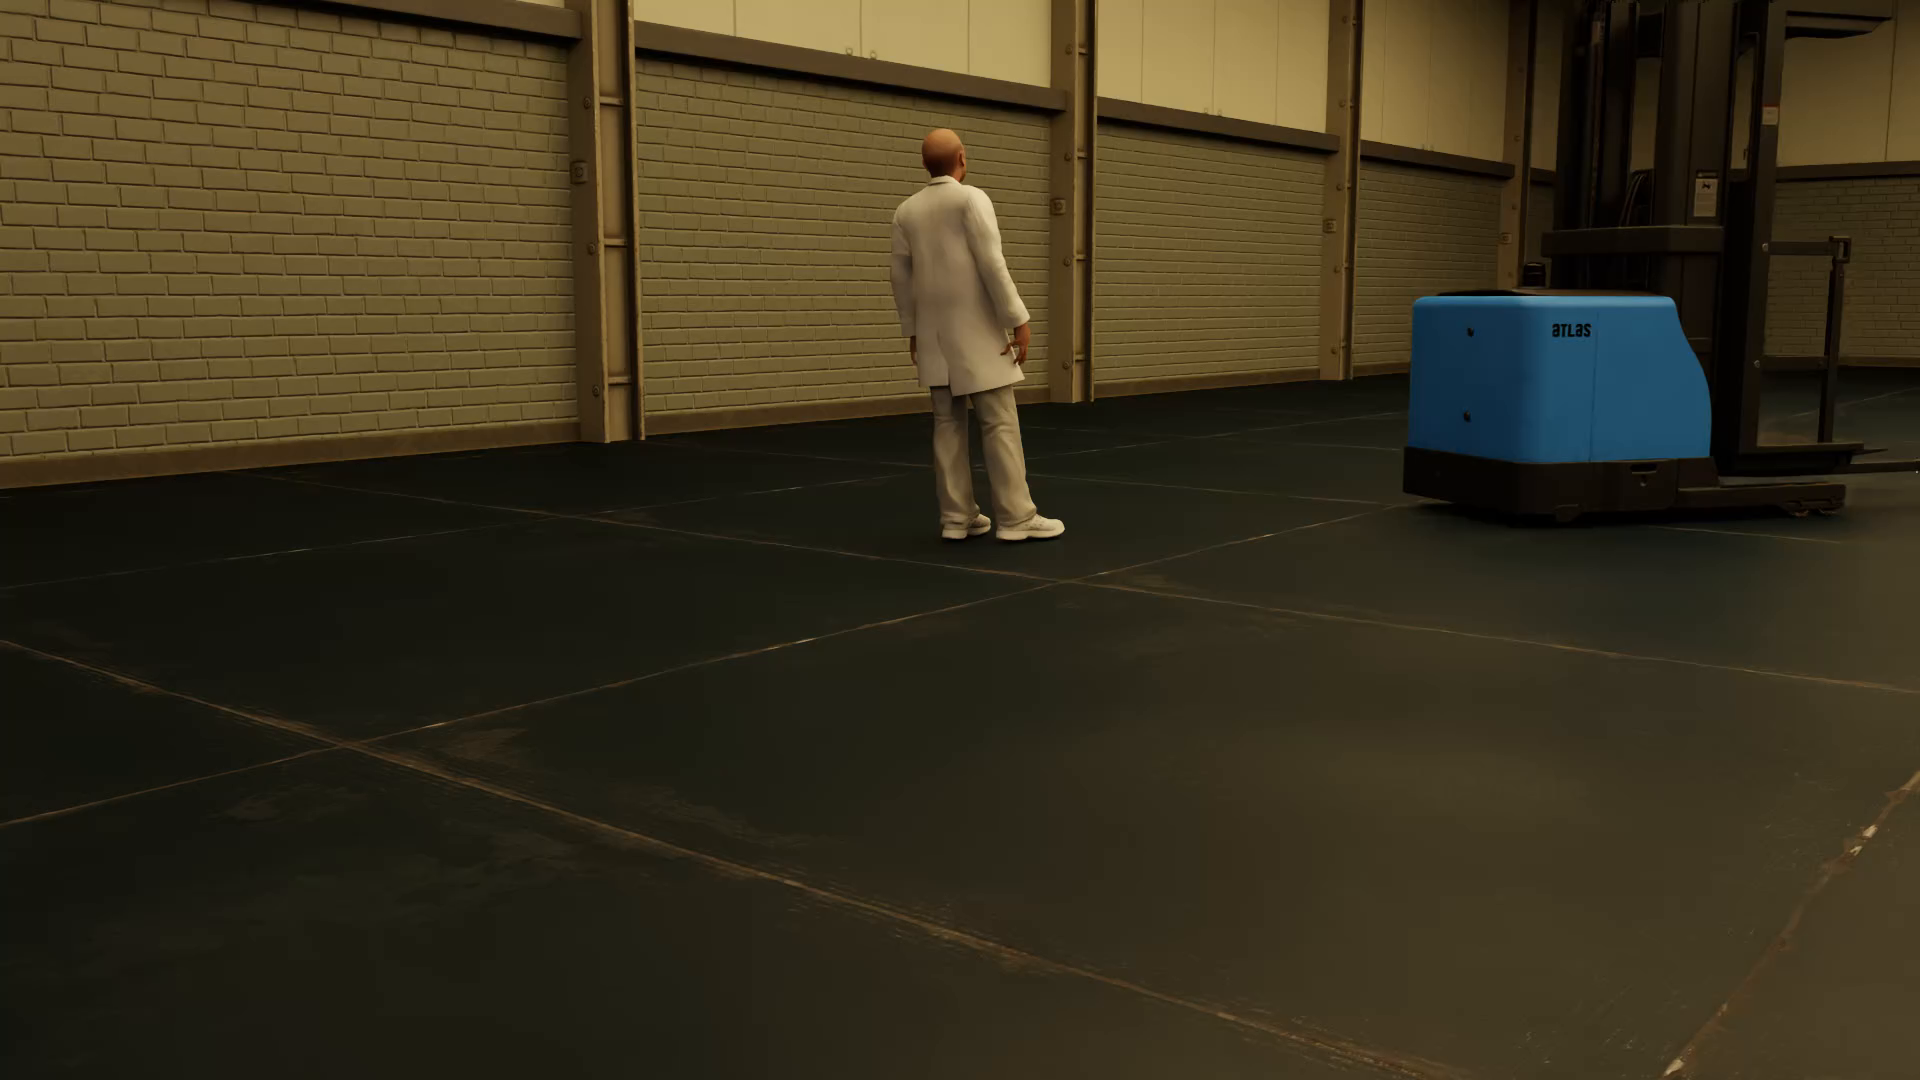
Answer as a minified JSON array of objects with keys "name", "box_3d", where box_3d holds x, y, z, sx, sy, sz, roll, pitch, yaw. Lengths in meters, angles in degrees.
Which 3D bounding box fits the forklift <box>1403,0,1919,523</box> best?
[{"name":"forklift","box_3d":[3.862,-1.631,8.429,3.031,2.935,1.130,-3,9,-18]}]

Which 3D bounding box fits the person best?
[{"name":"person","box_3d":[0.061,-0.896,7.342,0.696,1.775,0.581,7,11,38]}]
